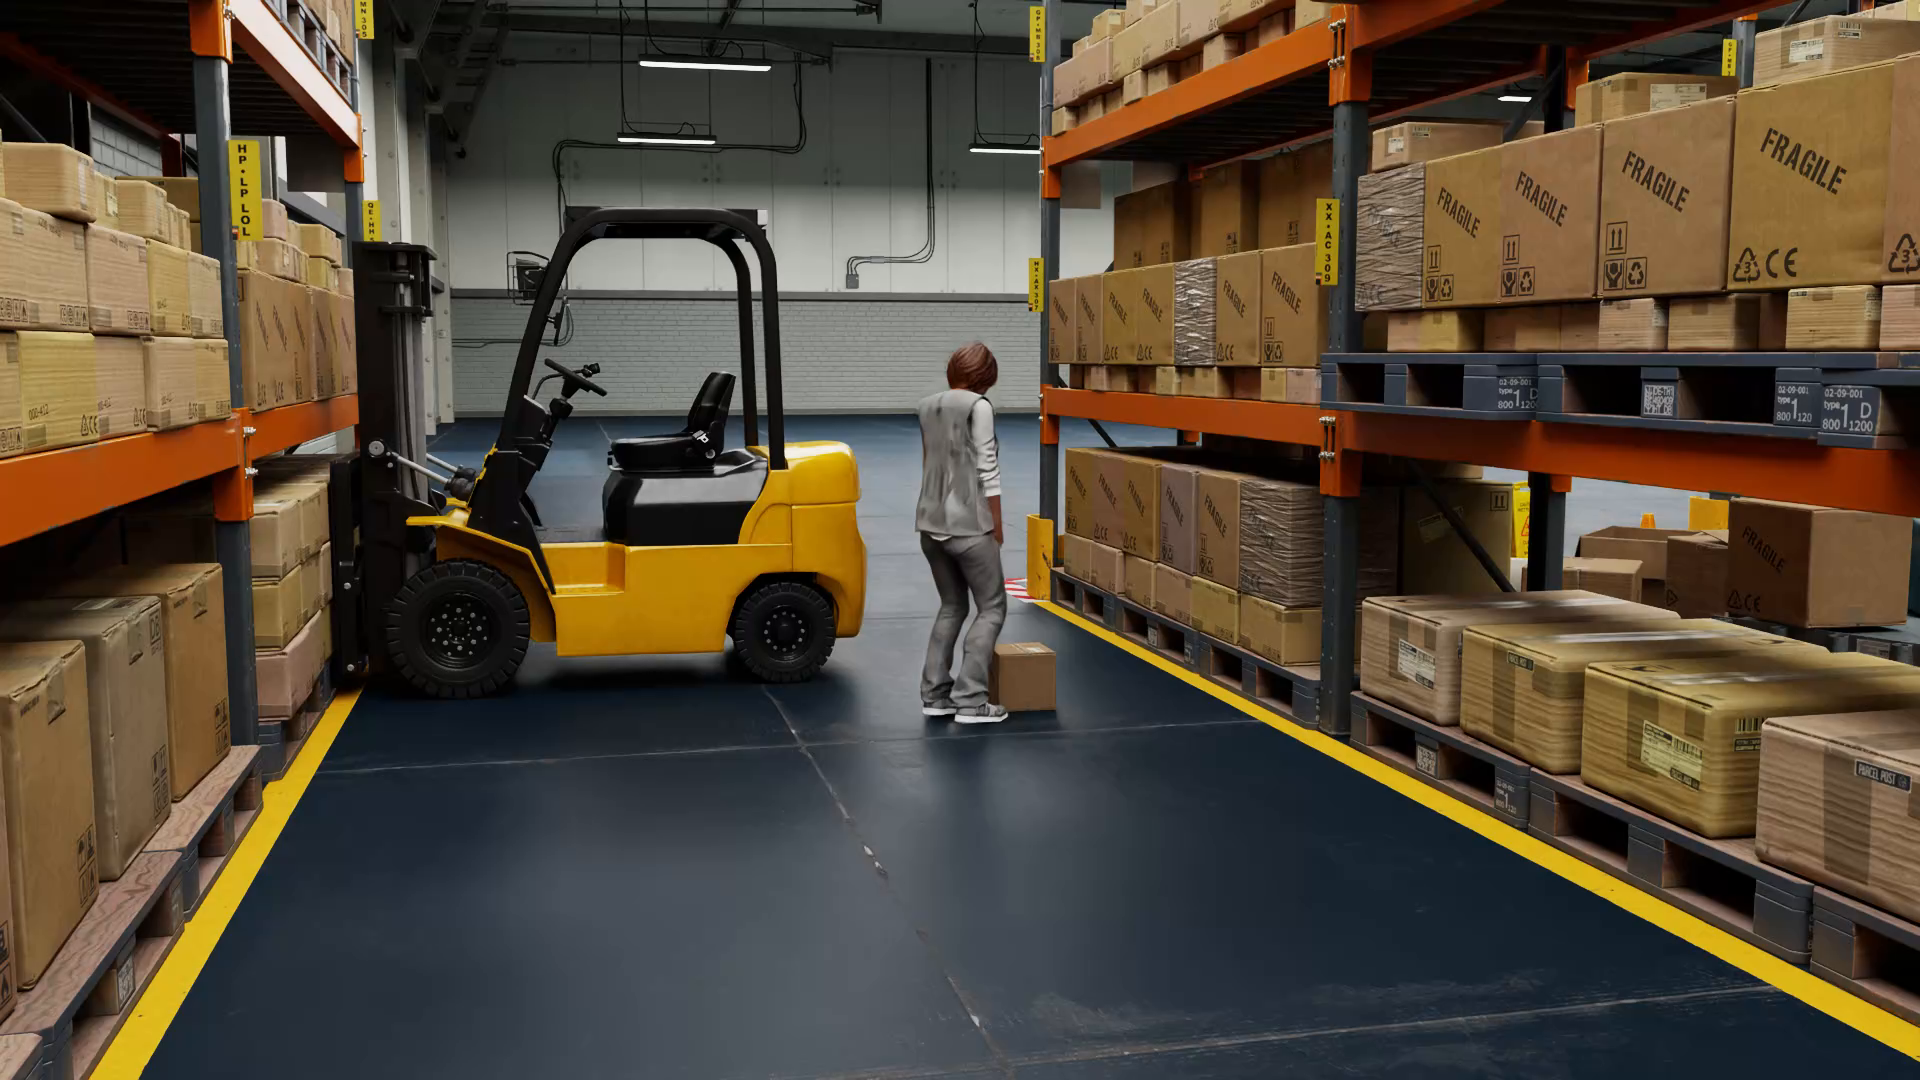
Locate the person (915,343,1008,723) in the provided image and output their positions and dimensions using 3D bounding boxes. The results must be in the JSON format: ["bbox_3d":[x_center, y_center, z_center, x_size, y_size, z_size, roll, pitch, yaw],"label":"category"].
[{"bbox_3d":[-0.003,-0.022,6.864,0.383,1.542,0.426,-6,8,-41],"label":"person"}]
